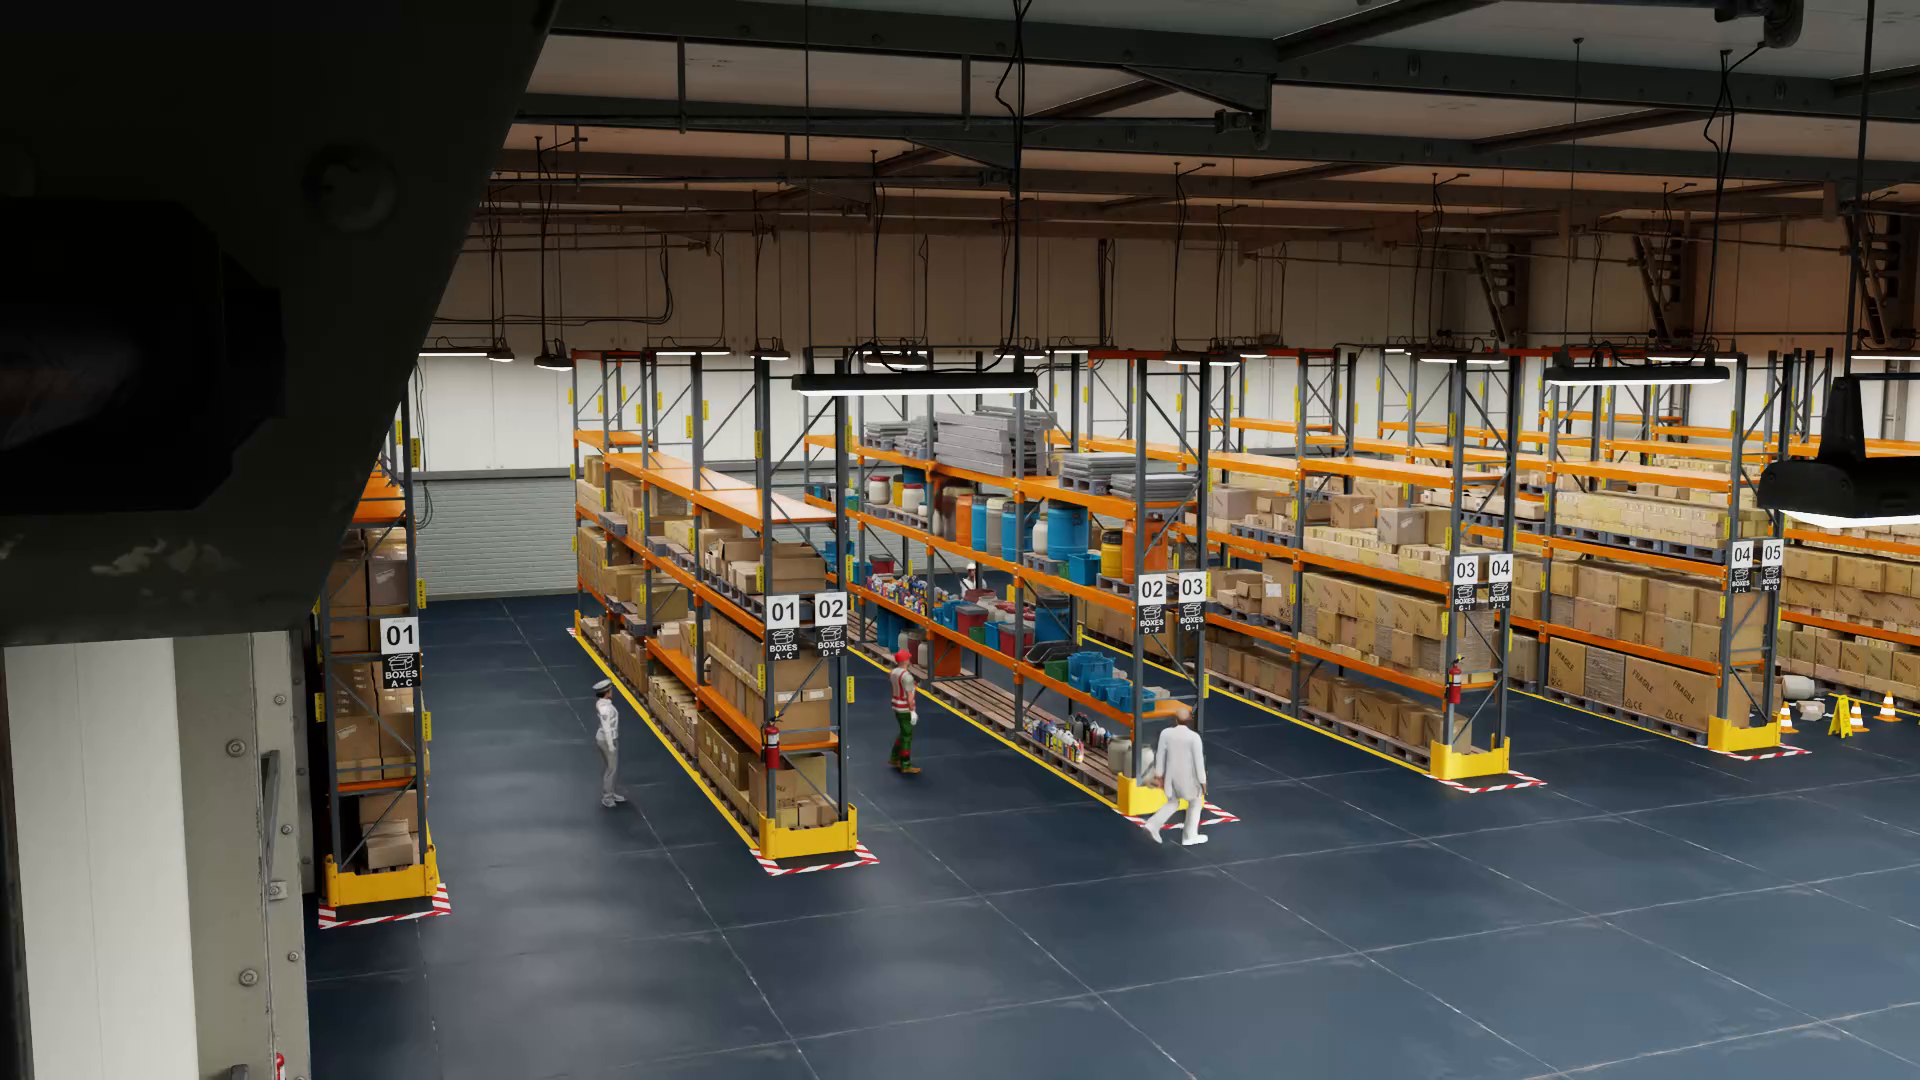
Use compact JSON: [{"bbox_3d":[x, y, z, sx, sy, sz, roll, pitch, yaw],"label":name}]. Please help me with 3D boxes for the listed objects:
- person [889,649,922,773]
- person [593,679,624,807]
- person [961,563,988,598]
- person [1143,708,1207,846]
[{"bbox_3d":[-0.790,2.474,24.032,0.401,1.812,0.610,-3,8,-23],"label":"person"},{"bbox_3d":[-4.755,2.752,22.493,0.382,1.761,0.555,0,7,-3],"label":"person"},{"bbox_3d":[0.350,1.341,33.256,0.683,1.743,0.822,-3,8,-24],"label":"person"},{"bbox_3d":[2.697,2.926,20.435,0.898,1.739,0.614,-5,9,-35],"label":"person"}]
